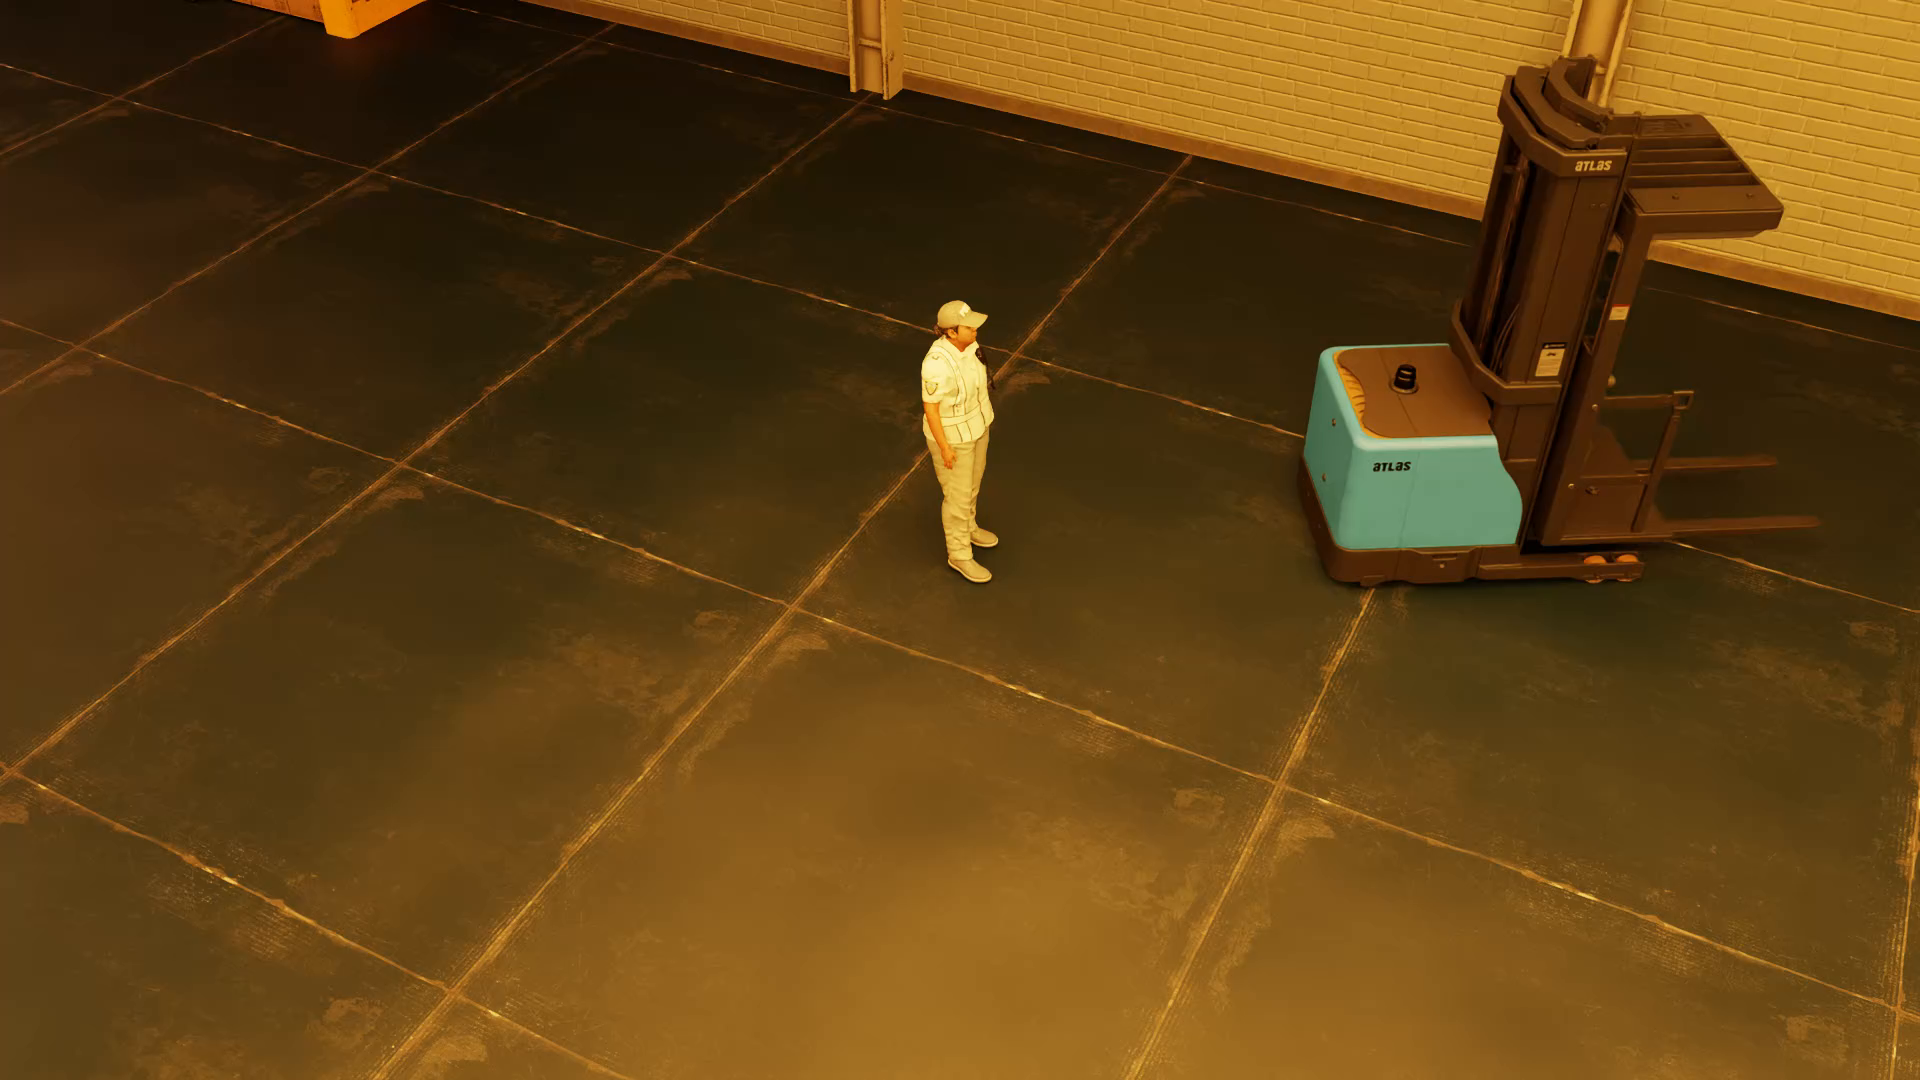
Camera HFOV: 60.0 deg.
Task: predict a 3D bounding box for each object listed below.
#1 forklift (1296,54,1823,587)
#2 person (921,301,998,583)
[{"bbox_3d":[3.676,-1.205,9.417,3.031,2.935,1.130,-2,40,-2],"label":"forklift"},{"bbox_3d":[0.055,-0.619,9.670,0.523,1.641,0.599,18,43,21],"label":"person"}]
